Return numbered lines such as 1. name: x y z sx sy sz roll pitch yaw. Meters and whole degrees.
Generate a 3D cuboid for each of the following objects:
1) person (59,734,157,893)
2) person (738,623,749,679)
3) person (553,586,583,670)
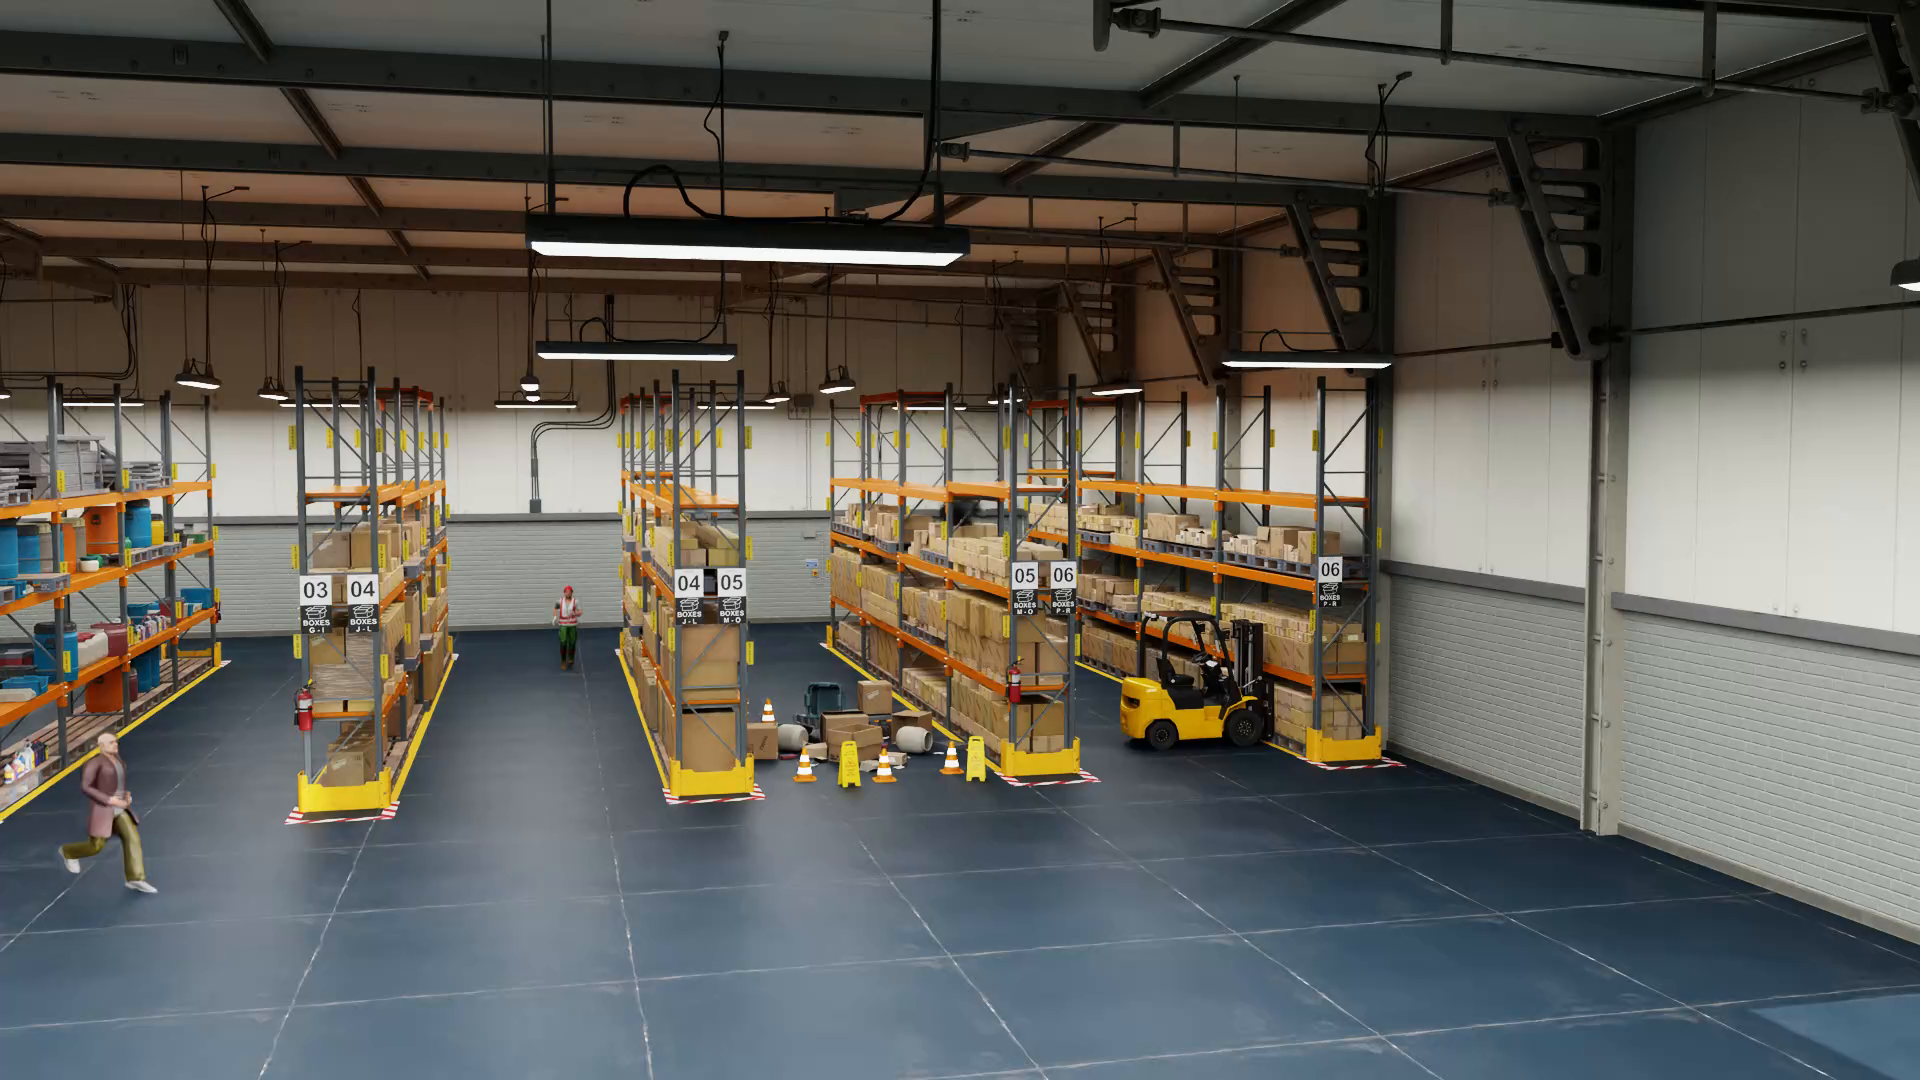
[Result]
1. person: -9.507 3.038 18.494 1.186 1.780 0.680 1 4 18
2. person: -4.731 2.134 34.864 0.533 1.556 0.622 -1 4 -21
3. person: -8.633 1.925 36.600 0.645 1.843 0.773 -1 4 -15
